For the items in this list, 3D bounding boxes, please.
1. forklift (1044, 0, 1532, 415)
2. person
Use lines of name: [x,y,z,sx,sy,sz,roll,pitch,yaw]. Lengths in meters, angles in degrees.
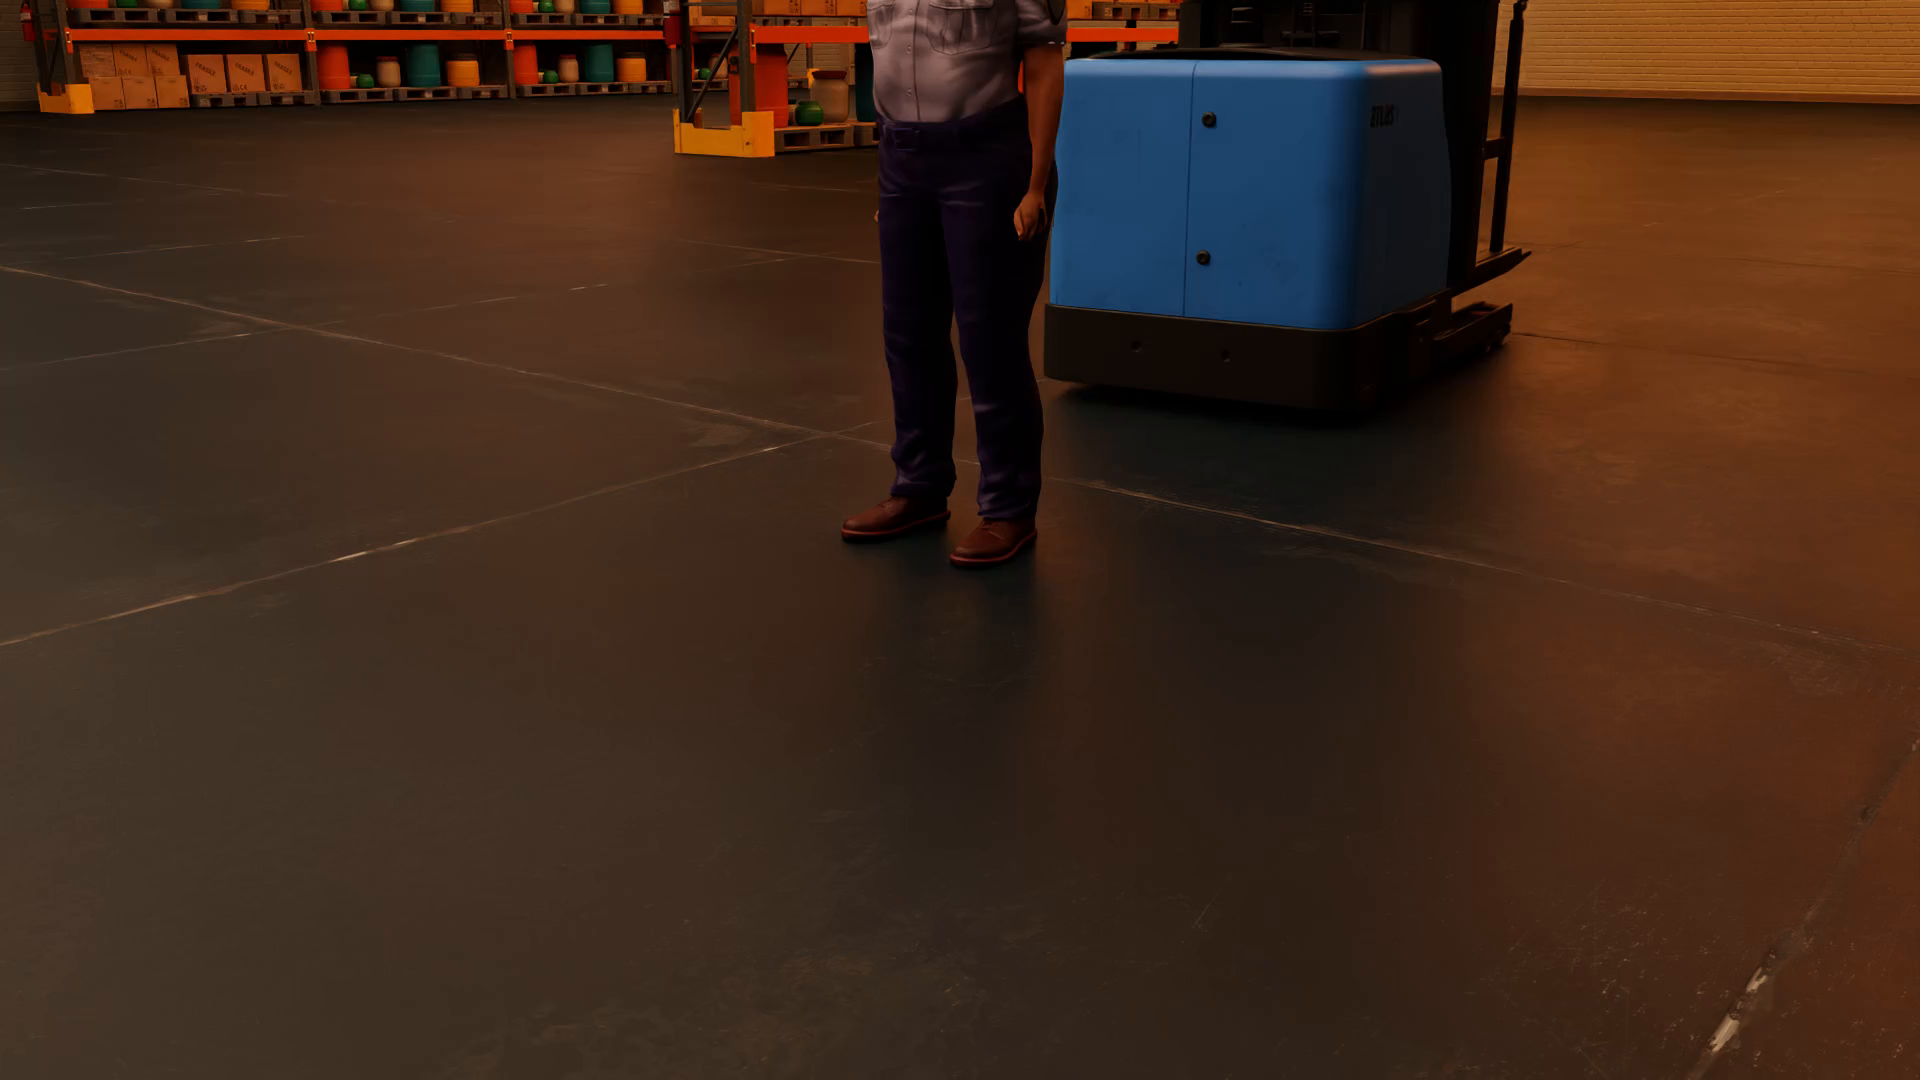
forklift: [1.476,-2.163,6.022,1.130,2.935,3.031,10,20,30]
person: [-0.007,-0.779,3.706,0.483,1.638,0.365,13,21,37]
